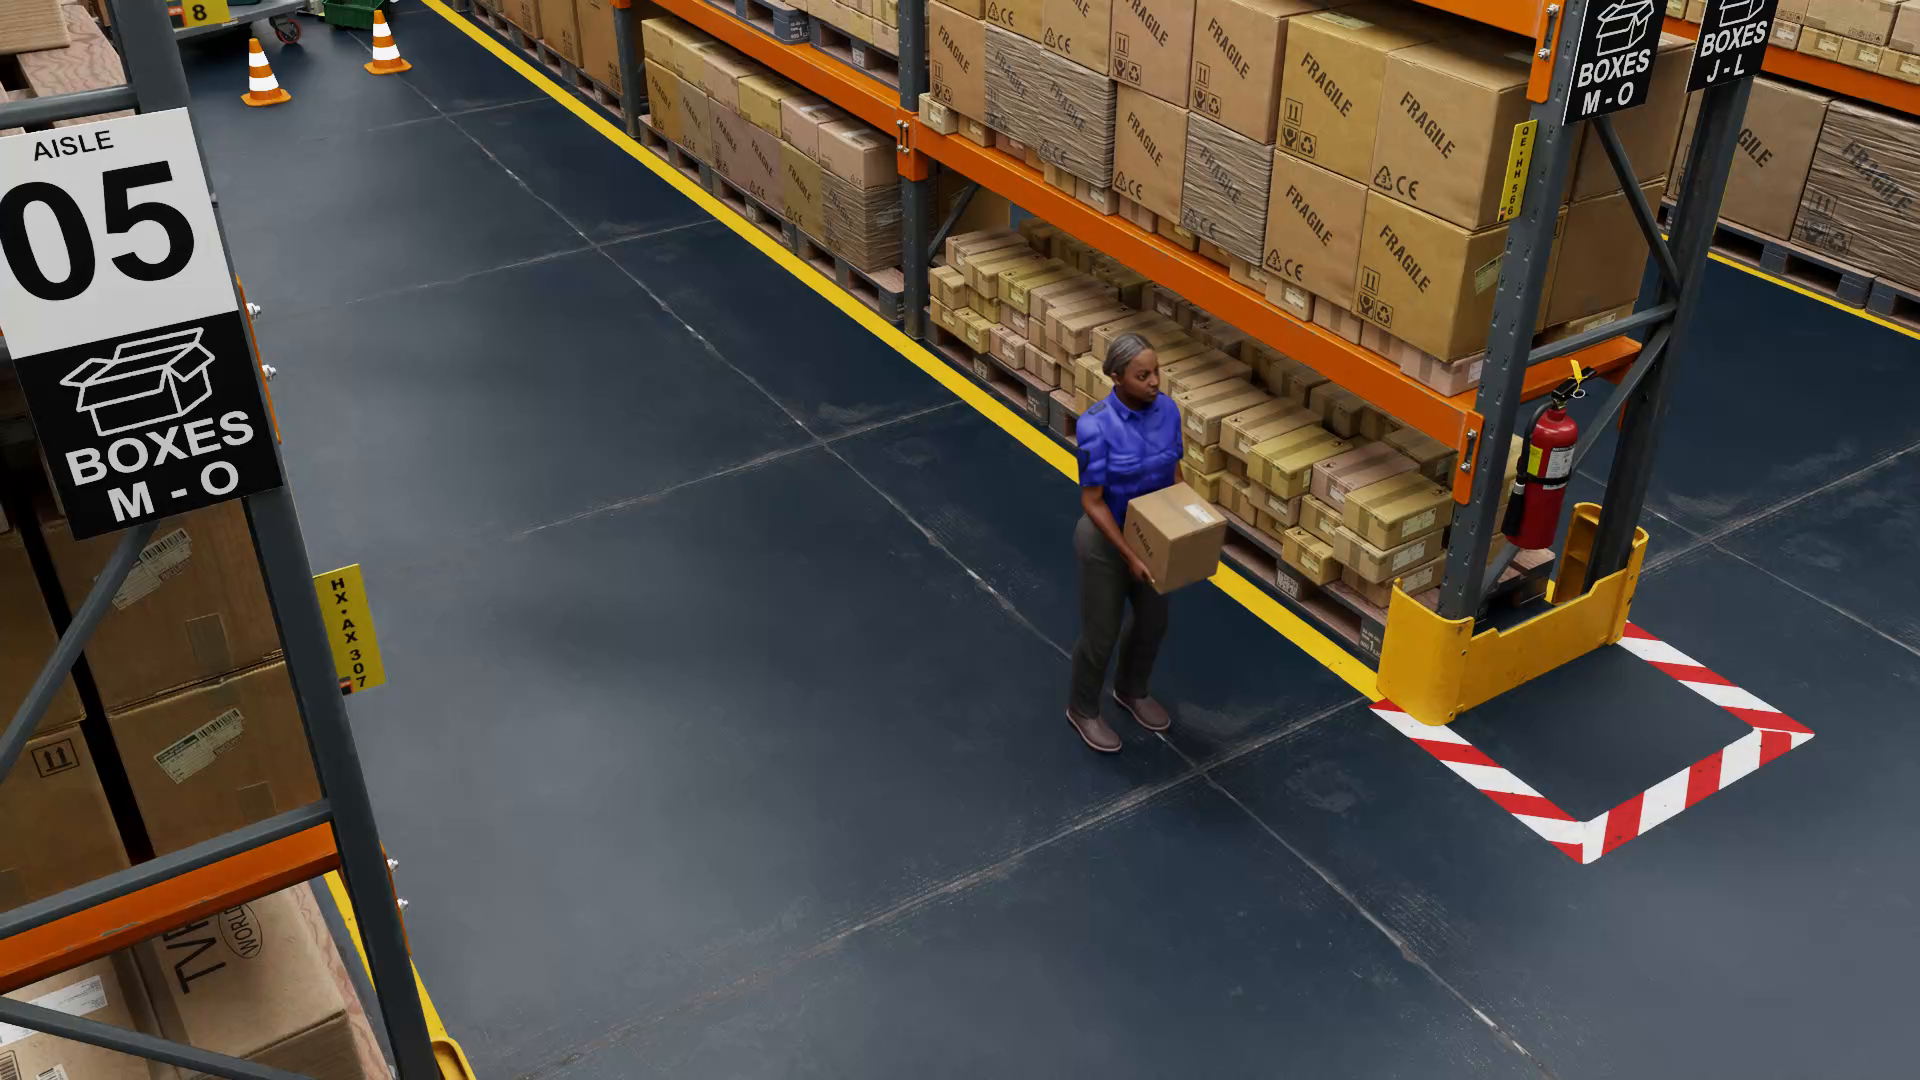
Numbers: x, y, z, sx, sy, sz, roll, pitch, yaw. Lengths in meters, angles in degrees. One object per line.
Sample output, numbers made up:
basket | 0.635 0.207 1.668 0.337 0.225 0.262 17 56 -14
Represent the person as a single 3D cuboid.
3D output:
person | 0.652 0.056 6.066 0.451 1.650 0.518 -18 37 -26
